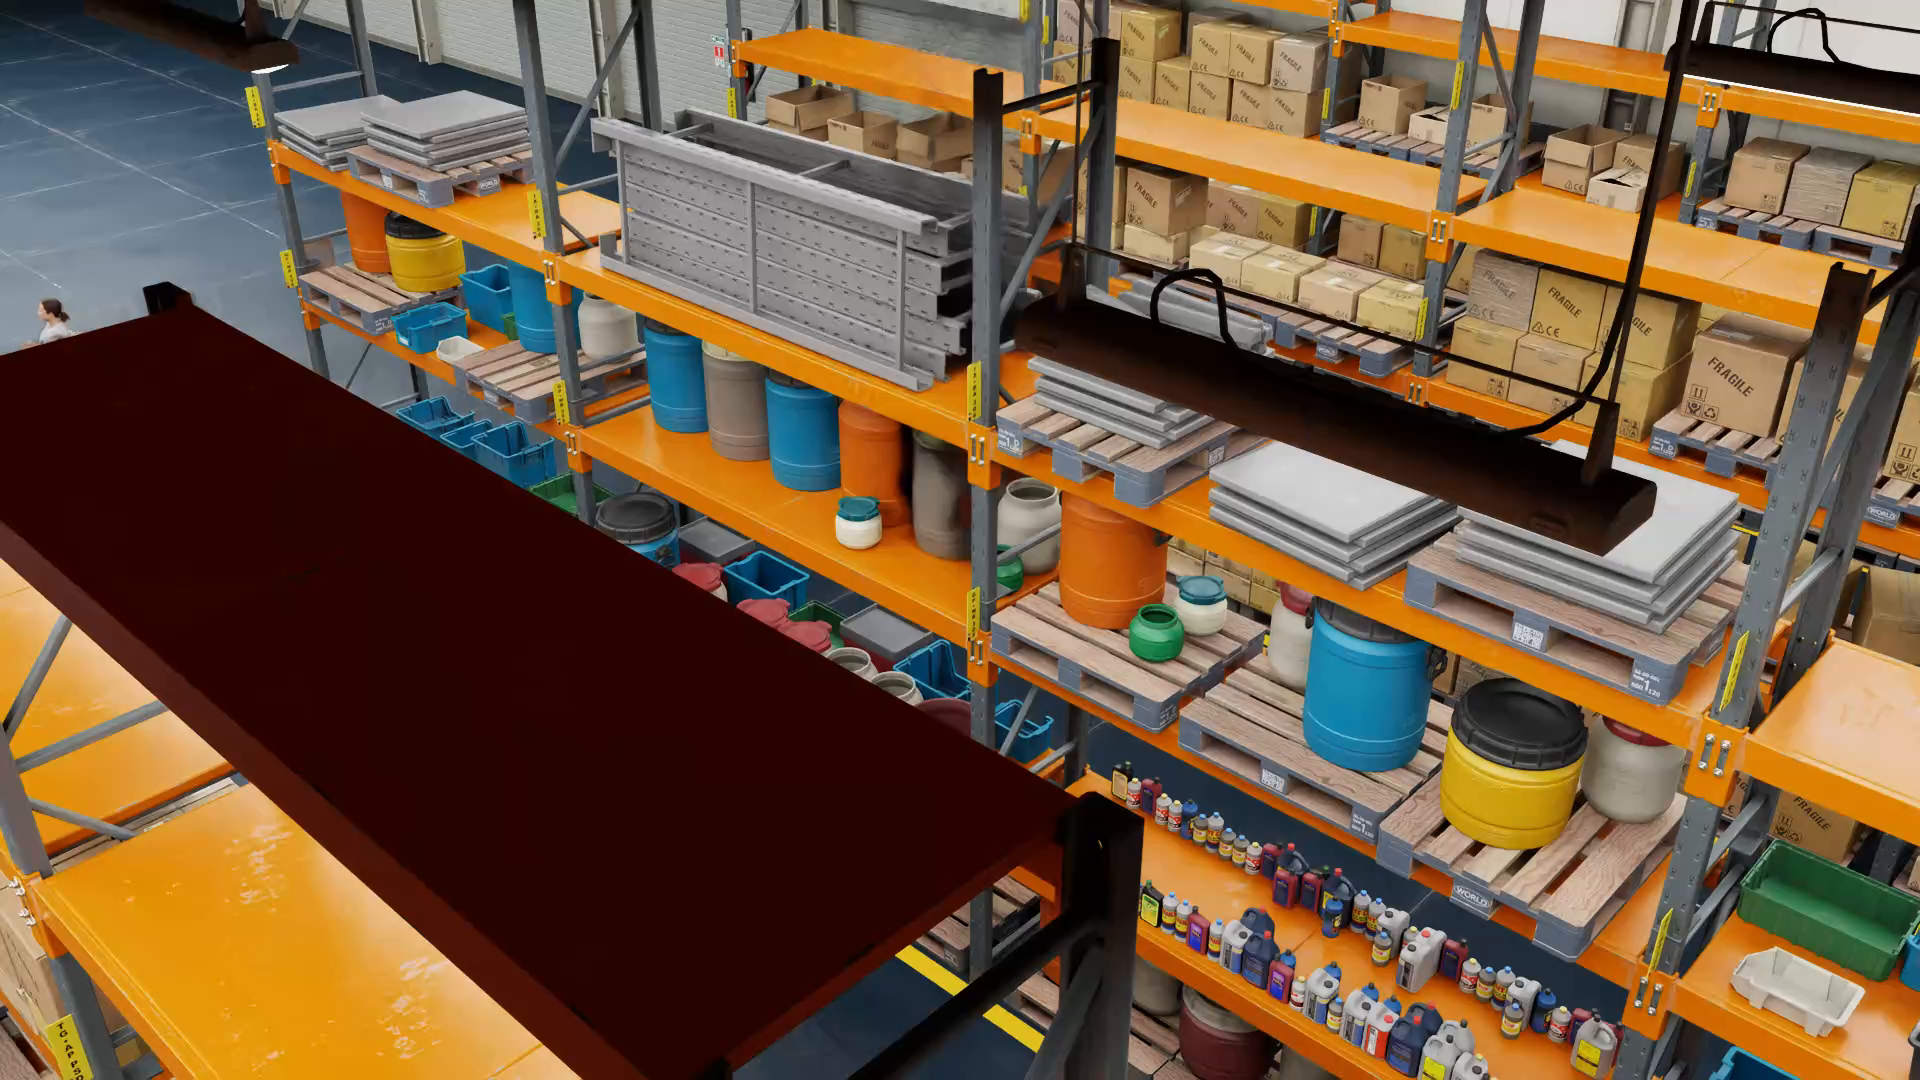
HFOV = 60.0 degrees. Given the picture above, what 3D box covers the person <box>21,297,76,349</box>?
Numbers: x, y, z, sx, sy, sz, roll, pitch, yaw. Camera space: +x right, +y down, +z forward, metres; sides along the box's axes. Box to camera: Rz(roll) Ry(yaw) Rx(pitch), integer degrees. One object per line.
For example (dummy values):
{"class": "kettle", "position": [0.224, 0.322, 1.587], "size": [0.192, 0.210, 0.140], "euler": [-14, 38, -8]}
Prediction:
{"class": "person", "position": [-9.454, -1.756, 17.636], "size": [0.728, 1.714, 0.549], "euler": [-13, 32, -21]}
